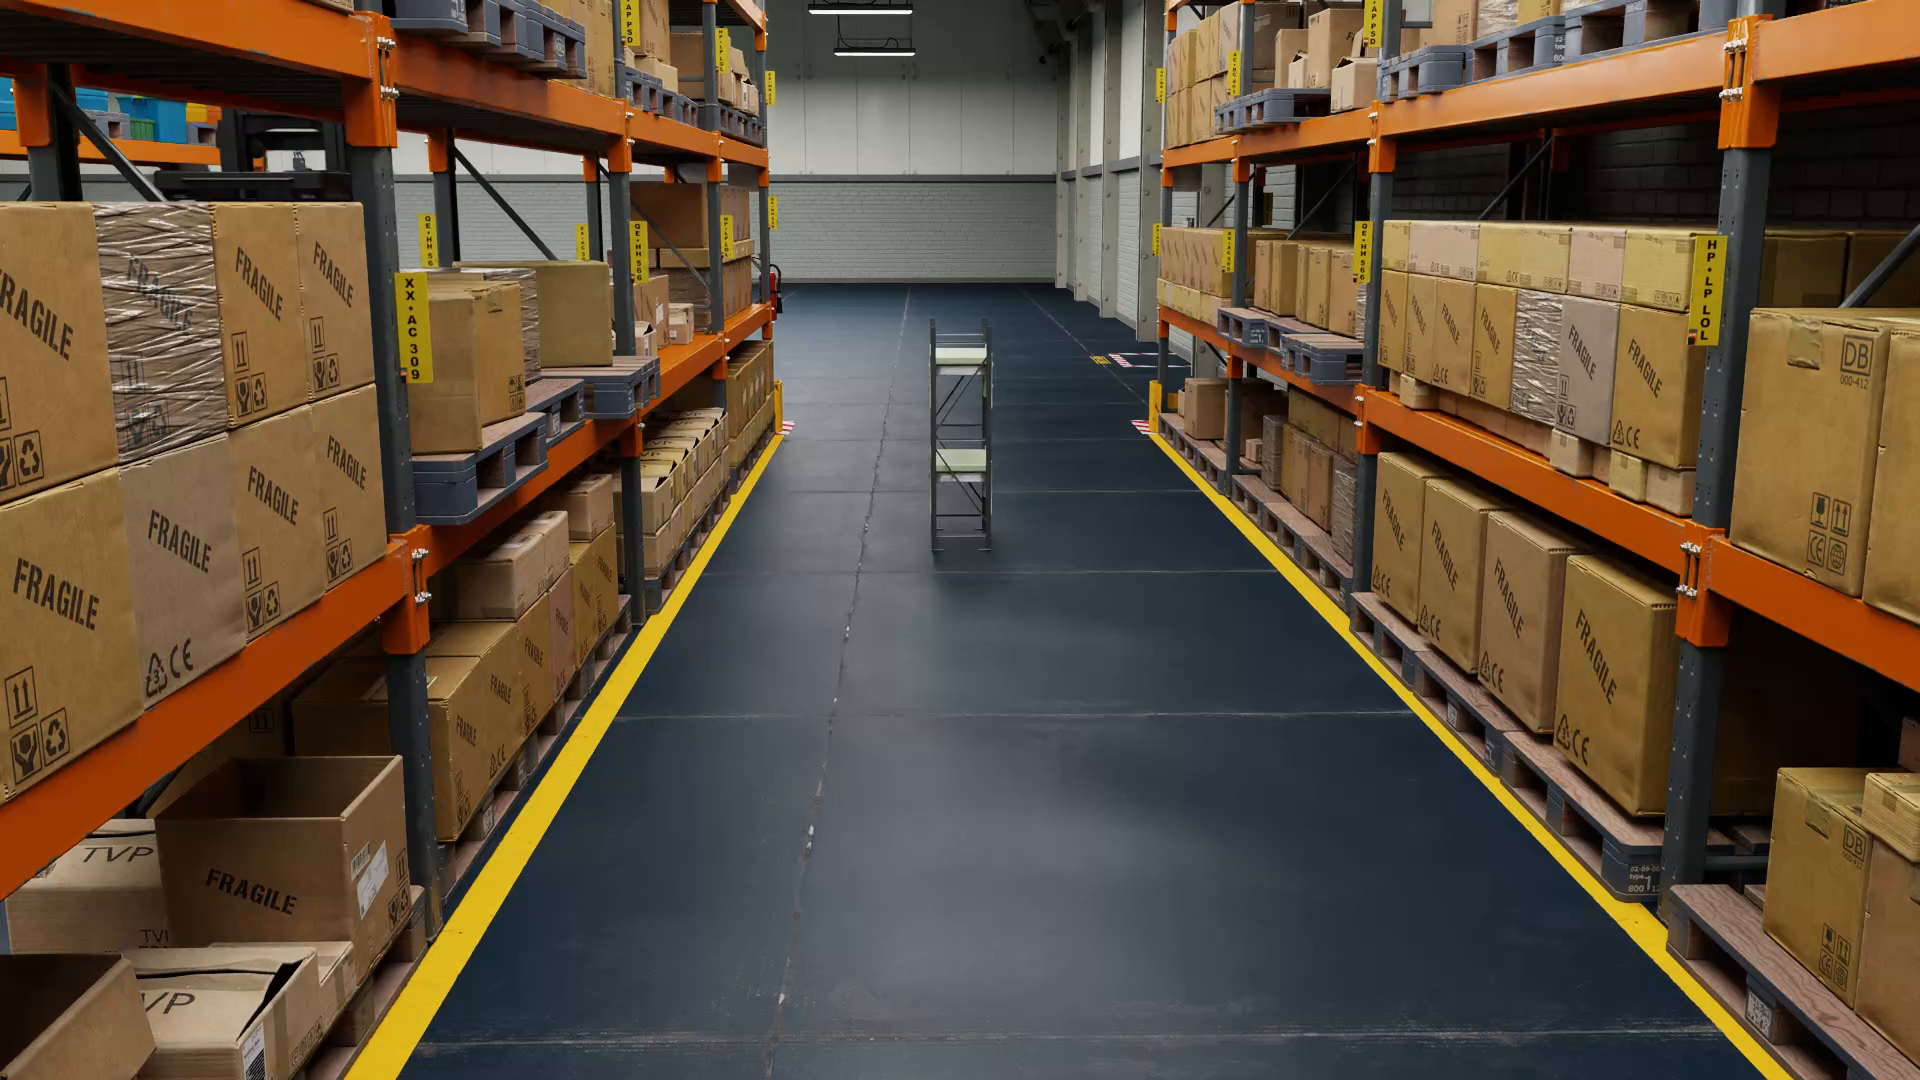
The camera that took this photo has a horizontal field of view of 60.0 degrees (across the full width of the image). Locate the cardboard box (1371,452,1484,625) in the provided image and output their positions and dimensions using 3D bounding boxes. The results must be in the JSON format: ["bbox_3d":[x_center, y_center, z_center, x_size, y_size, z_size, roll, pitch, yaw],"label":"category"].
[{"bbox_3d":[2.586,-0.023,8.478,0.750,0.750,0.750,0,11,-2],"label":"cardboard box"}]

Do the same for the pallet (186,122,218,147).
[{"bbox_3d":[-7.449,-3.780,15.575,1.003,0.211,1.213,0,11,-1],"label":"pallet"}]

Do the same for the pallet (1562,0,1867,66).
[{"bbox_3d":[2.716,-1.781,5.728,0.805,0.209,1.217,-1,11,-3],"label":"pallet"}]

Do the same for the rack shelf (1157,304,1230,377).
[{"bbox_3d":[2.578,-1.858,14.980,1.077,0.370,4.000,0,11,-1],"label":"rack shelf"}]

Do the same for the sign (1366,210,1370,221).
[{"bbox_3d":[3.174,-2.383,12.848,0.100,0.325,0.005,0,11,-1],"label":"sign"}]

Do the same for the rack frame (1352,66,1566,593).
[{"bbox_3d":[2.702,-1.017,9.030,1.000,3.000,0.127,0,11,-1],"label":"rack frame"}]

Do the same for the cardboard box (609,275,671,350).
[{"bbox_3d":[-2.323,-1.583,11.566,0.500,0.500,0.500,1,11,3],"label":"cardboard box"}]

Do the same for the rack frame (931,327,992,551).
[{"bbox_3d":[0.007,-0.664,11.058,0.400,1.500,0.023,0,11,-1],"label":"rack frame"}]

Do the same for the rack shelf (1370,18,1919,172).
[{"bbox_3d":[2.743,-1.737,6.843,1.077,0.370,4.000,0,11,-1],"label":"rack shelf"}]

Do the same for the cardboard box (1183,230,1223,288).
[{"bbox_3d":[2.273,-2.512,14.836,0.500,0.500,0.500,0,11,1],"label":"cardboard box"}]

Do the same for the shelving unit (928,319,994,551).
[{"bbox_3d":[0.000,-0.736,11.417,0.431,1.500,0.755,0,11,-1],"label":"shelving unit"}]

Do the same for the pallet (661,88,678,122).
[{"bbox_3d":[-2.380,-2.731,10.405,1.003,0.211,1.213,0,11,1],"label":"pallet"}]

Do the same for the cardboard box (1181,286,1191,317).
[{"bbox_3d":[2.267,-2.141,14.893,0.500,0.250,0.500,0,11,-1],"label":"cardboard box"}]

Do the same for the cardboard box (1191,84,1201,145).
[{"bbox_3d":[2.316,-3.752,14.665,0.500,0.500,0.500,0,11,2],"label":"cardboard box"}]

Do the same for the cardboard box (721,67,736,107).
[{"bbox_3d":[-2.091,-3.701,13.528,0.500,0.311,0.500,-1,12,-4],"label":"cardboard box"}]

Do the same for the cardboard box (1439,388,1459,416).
[{"bbox_3d":[2.523,-0.685,7.972,0.380,0.149,0.250,0,11,-2],"label":"cardboard box"}]

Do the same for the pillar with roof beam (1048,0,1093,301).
[{"bbox_3d":[-1.384,-10.165,39.032,9.100,9.000,0.548,0,11,-1],"label":"pillar with roof beam"}]

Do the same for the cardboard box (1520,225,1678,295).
[{"bbox_3d":[2.508,-1.089,6.448,0.500,0.250,0.500,0,11,0],"label":"cardboard box"}]

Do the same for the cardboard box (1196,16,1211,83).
[{"bbox_3d":[2.295,-4.143,14.073,0.500,0.500,0.500,-1,11,-3],"label":"cardboard box"}]

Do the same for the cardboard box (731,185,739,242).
[{"bbox_3d":[-2.390,-2.963,15.107,0.700,0.500,0.500,0,11,-1],"label":"cardboard box"}]

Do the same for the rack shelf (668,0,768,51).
[{"bbox_3d":[-2.375,-4.581,14.319,1.077,0.370,4.000,0,11,-1],"label":"rack shelf"}]

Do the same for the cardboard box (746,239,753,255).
[{"bbox_3d":[-2.211,-2.826,16.063,0.380,0.149,0.250,0,11,0],"label":"cardboard box"}]

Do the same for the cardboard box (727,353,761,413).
[{"bbox_3d":[-2.063,-1.409,14.932,0.500,0.500,0.500,0,11,-1],"label":"cardboard box"}]

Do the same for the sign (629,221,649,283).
[{"bbox_3d":[-1.708,-1.529,8.839,0.100,0.325,0.005,0,11,-1],"label":"sign"}]

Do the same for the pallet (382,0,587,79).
[{"bbox_3d":[-2.136,-1.915,6.383,1.213,0.211,1.003,0,11,-1],"label":"pallet"}]

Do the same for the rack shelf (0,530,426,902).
[{"bbox_3d":[-2.127,0.549,3.118,1.077,0.370,4.000,0,11,-1],"label":"rack shelf"}]

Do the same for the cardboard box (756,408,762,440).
[{"bbox_3d":[-2.066,-1.041,15.007,0.500,0.250,0.500,0,11,-1],"label":"cardboard box"}]

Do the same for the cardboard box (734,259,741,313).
[{"bbox_3d":[-2.399,-2.340,15.295,0.700,0.500,0.500,0,11,-1],"label":"cardboard box"}]

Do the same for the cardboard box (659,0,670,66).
[{"bbox_3d":[-2.360,-3.639,11.840,0.500,0.500,0.500,0,11,0],"label":"cardboard box"}]

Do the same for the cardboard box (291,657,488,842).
[{"bbox_3d":[-1.934,0.711,5.690,0.500,0.500,0.500,-1,11,-4],"label":"cardboard box"}]

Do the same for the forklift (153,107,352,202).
[{"bbox_3d":[-4.606,-1.426,11.217,1.130,2.935,3.031,0,11,-2],"label":"forklift"}]

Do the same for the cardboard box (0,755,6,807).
[{"bbox_3d":[-1.854,0.253,2.514,0.500,0.500,0.500,0,11,-1],"label":"cardboard box"}]

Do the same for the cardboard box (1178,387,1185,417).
[{"bbox_3d":[2.461,-1.368,16.412,0.500,0.311,0.500,-2,12,-8],"label":"cardboard box"}]

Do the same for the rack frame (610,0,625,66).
[{"bbox_3d":[-2.251,-3.936,8.329,1.000,3.000,0.127,0,11,-1],"label":"rack frame"}]

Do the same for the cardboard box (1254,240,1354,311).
[{"bbox_3d":[2.596,-1.976,12.396,0.700,0.500,0.500,0,11,-1],"label":"cardboard box"}]

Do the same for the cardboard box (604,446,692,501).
[{"bbox_3d":[-1.995,-0.440,10.635,0.500,0.311,0.500,-1,11,-3],"label":"cardboard box"}]

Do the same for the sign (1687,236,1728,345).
[{"bbox_3d":[2.242,-0.747,4.982,0.100,0.325,0.005,0,11,-1],"label":"sign"}]

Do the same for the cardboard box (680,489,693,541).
[{"bbox_3d":[-1.996,-0.163,10.678,0.500,0.250,0.500,-1,11,-3],"label":"cardboard box"}]

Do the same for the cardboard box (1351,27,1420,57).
[{"bbox_3d":[2.768,-2.806,9.991,0.797,0.503,0.637,1,12,7],"label":"cardboard box"}]

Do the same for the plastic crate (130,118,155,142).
[{"bbox_3d":[-7.046,-3.453,14.023,0.336,0.188,0.450,0,11,-1],"label":"plastic crate"}]

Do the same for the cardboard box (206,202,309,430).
[{"bbox_3d":[-1.885,-0.539,3.905,0.500,0.500,0.500,0,11,-2],"label":"cardboard box"}]

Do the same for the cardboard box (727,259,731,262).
[{"bbox_3d":[-2.176,-2.469,14.300,0.380,0.149,0.250,-1,11,-3],"label":"cardboard box"}]

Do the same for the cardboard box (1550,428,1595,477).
[{"bbox_3d":[2.441,-0.329,6.218,0.380,0.149,0.250,0,11,-1],"label":"cardboard box"}]

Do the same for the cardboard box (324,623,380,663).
[{"bbox_3d":[-2.466,0.613,6.173,0.500,0.500,0.500,0,11,-1],"label":"cardboard box"}]

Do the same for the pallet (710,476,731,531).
[{"bbox_3d":[-2.279,-0.279,12.401,1.003,0.211,1.213,0,11,-1],"label":"pallet"}]

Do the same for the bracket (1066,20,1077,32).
[{"bbox_3d":[2.574,-11.863,38.347,0.235,0.232,0.430,0,11,-1],"label":"bracket"}]

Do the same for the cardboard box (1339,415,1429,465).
[{"bbox_3d":[2.686,-0.632,10.424,0.500,0.250,0.500,0,11,0],"label":"cardboard box"}]

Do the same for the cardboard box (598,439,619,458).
[{"bbox_3d":[-2.541,-0.536,11.104,0.500,0.311,0.500,0,11,0],"label":"cardboard box"}]

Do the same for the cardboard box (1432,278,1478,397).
[{"bbox_3d":[2.467,-0.922,7.507,0.500,0.500,0.500,0,11,-1],"label":"cardboard box"}]

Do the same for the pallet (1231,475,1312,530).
[{"bbox_3d":[2.637,-0.291,12.463,1.003,0.211,1.213,0,11,-1],"label":"pallet"}]

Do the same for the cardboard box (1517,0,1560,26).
[{"bbox_3d":[2.831,-2.441,7.143,0.700,0.500,0.500,0,11,2],"label":"cardboard box"}]
